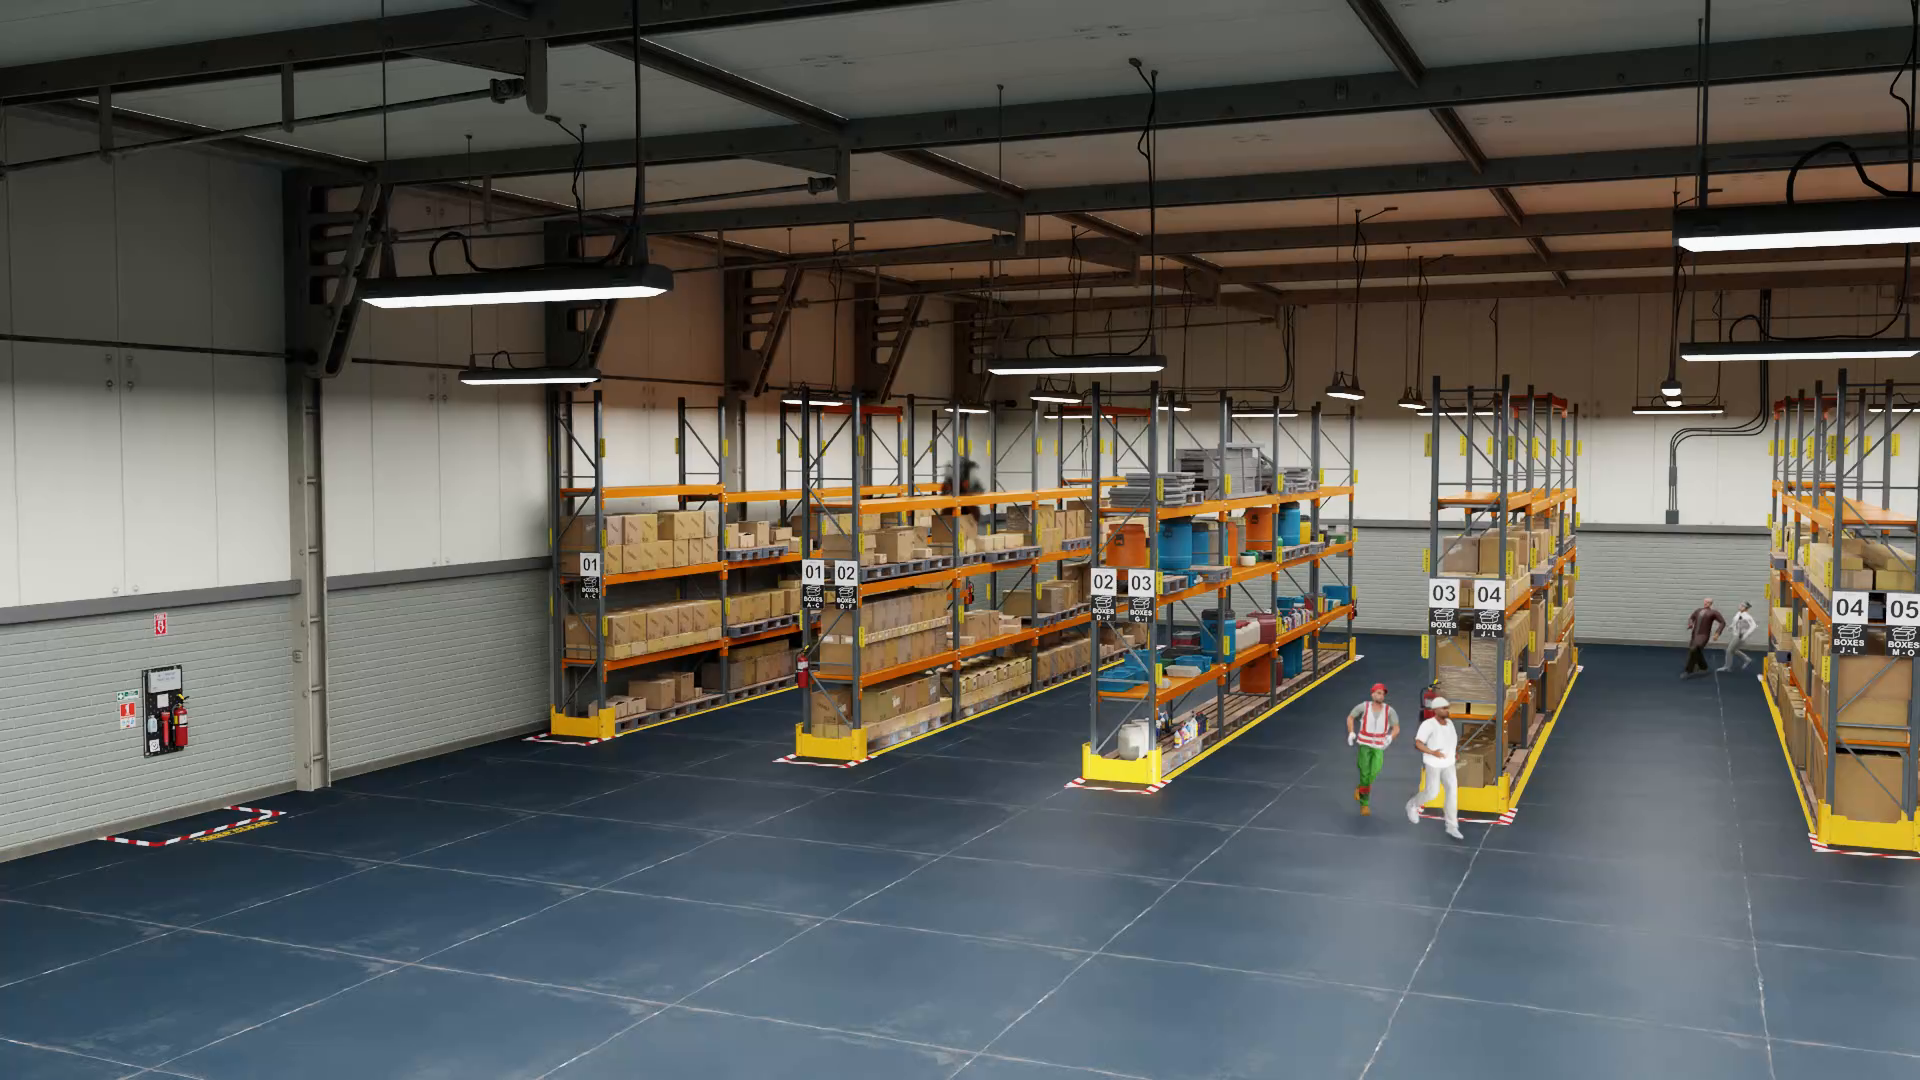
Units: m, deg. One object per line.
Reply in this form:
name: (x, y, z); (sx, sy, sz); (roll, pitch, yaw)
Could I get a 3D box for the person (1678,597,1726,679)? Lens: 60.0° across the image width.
person: (16.104, 2.132, 36.205); (0.909, 1.773, 0.757); (-1, 3, -18)

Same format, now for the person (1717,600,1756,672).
person: (17.293, 2.136, 36.936); (0.769, 1.635, 0.645); (0, 3, 5)

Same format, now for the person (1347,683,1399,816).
person: (5.705, 2.859, 22.977); (0.703, 1.773, 0.813); (0, 3, 3)

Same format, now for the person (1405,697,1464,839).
person: (6.214, 2.923, 21.581); (0.731, 1.764, 0.985); (-2, 4, -27)
